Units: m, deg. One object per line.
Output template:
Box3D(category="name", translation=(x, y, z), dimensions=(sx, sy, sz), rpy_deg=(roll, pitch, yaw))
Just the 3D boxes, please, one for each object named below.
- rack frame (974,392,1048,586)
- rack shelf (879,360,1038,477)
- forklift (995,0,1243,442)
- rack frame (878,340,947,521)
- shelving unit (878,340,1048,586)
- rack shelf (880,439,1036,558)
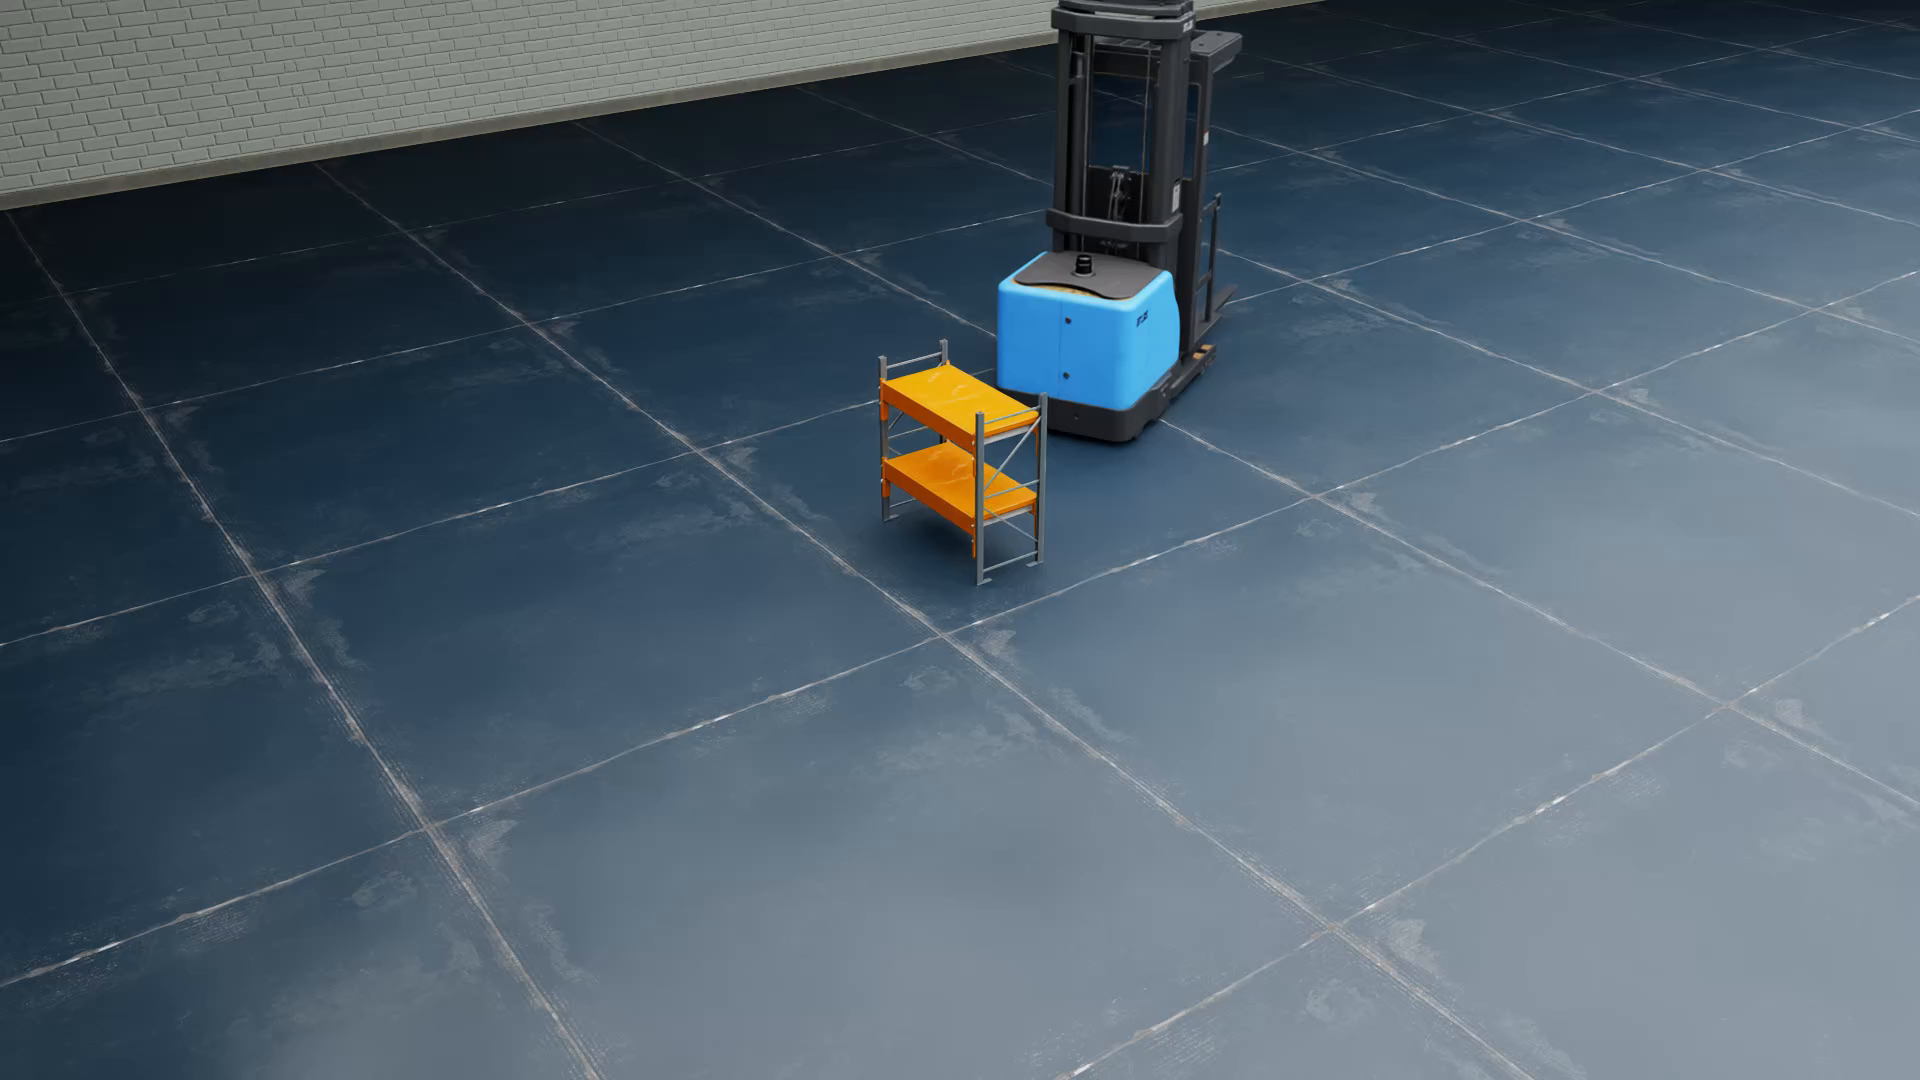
Box3D(category="rack frame", translation=(0.299, -0.294, 9.839), dimensions=(0.500, 1.125, 0.032), rpy_deg=(-19, 34, -31))
Box3D(category="rack shelf", translation=(0.004, -0.749, 10.064), dimensions=(0.538, 0.278, 1.000), rpy_deg=(-19, 34, -31))
Box3D(category="forklift", translation=(1.353, -2.649, 12.282), dimensions=(1.130, 2.935, 3.031), rpy_deg=(13, 31, 23))
Box3D(category="rack frame", translation=(-0.291, -0.689, 10.567), dimensions=(0.500, 1.125, 0.032), rpy_deg=(-19, 34, -31))
Box3D(category="shelving unit", translation=(0.004, -0.492, 10.203), dimensions=(0.538, 1.125, 1.048), rpy_deg=(-19, 34, -31))
Box3D(category="rack shelf", translation=(0.004, -0.277, 10.320), dimensions=(0.538, 0.278, 1.000), rpy_deg=(-19, 34, -31))
